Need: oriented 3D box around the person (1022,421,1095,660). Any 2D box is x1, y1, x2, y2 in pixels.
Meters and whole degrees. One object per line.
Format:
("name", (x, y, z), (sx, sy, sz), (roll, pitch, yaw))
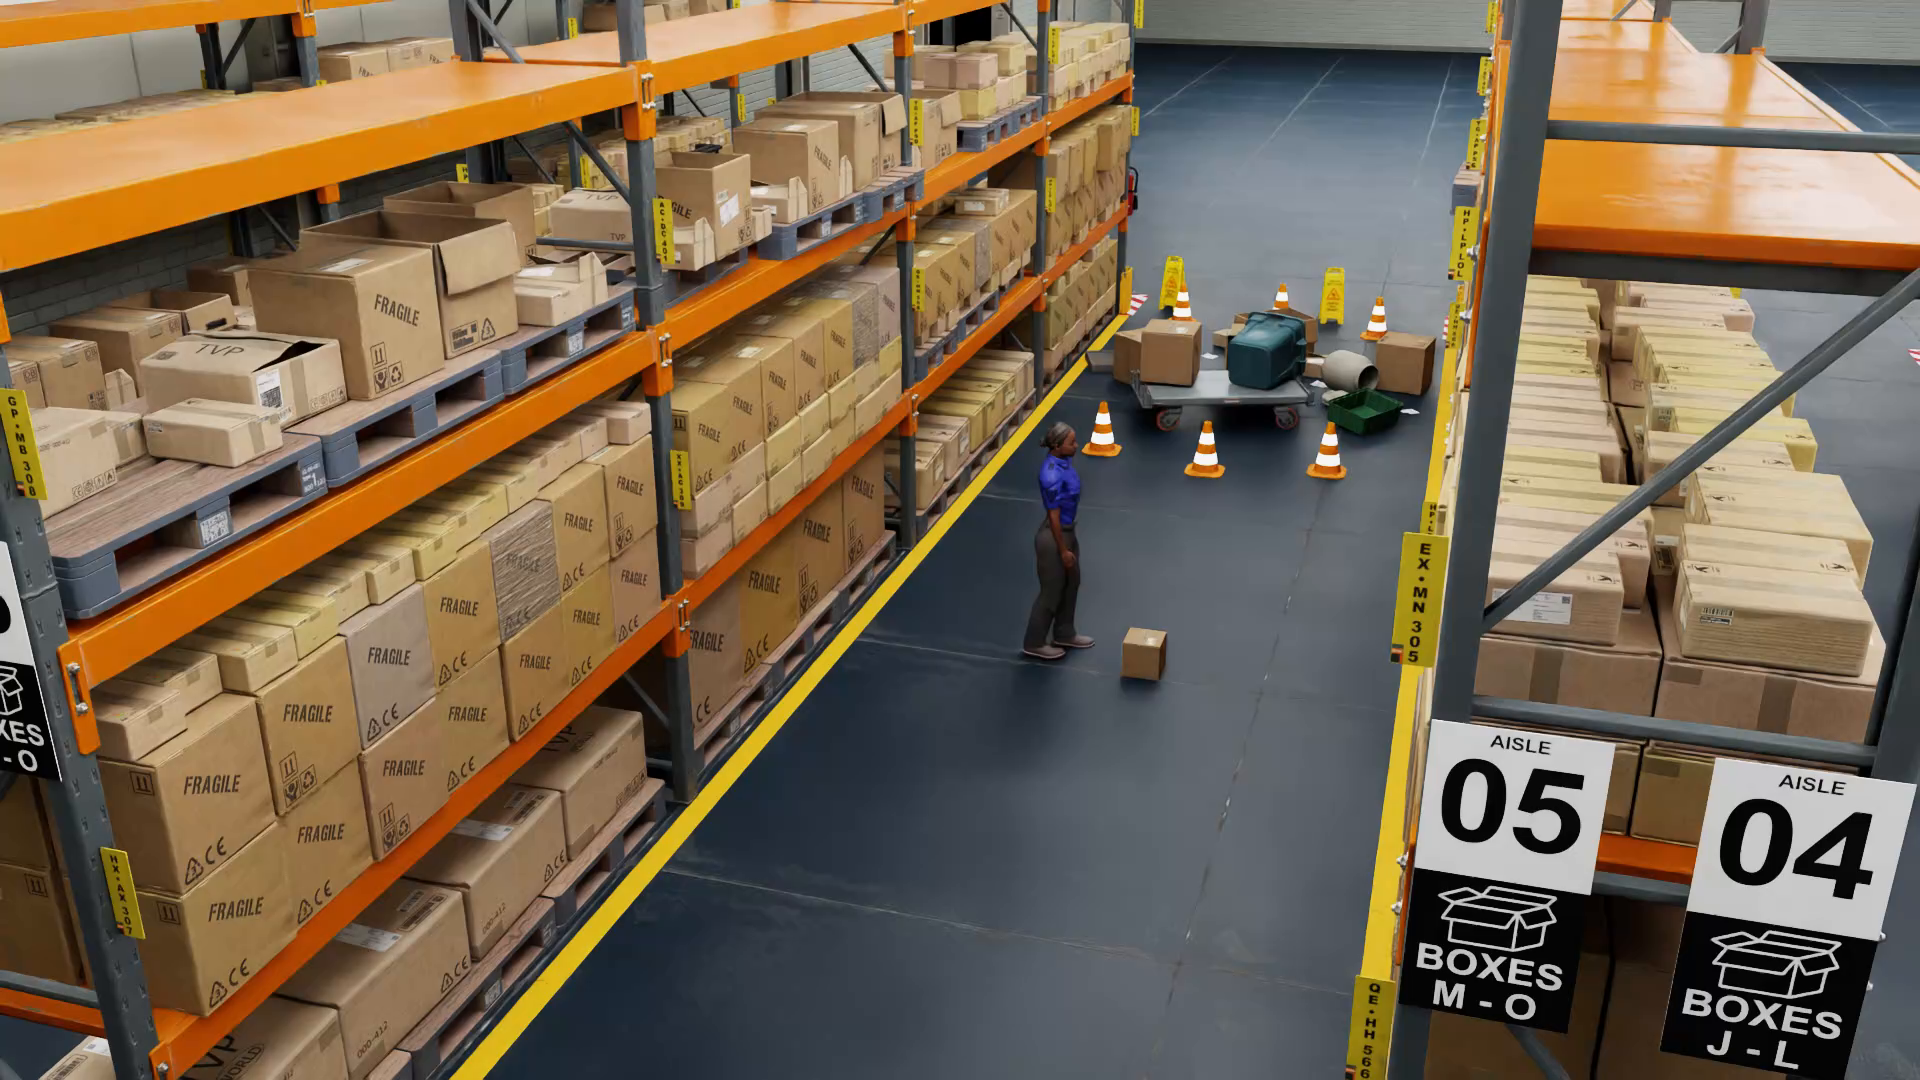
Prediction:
("person", (0.669, 0.007, 11.066), (0.469, 1.669, 0.464), (4, 22, 10))
